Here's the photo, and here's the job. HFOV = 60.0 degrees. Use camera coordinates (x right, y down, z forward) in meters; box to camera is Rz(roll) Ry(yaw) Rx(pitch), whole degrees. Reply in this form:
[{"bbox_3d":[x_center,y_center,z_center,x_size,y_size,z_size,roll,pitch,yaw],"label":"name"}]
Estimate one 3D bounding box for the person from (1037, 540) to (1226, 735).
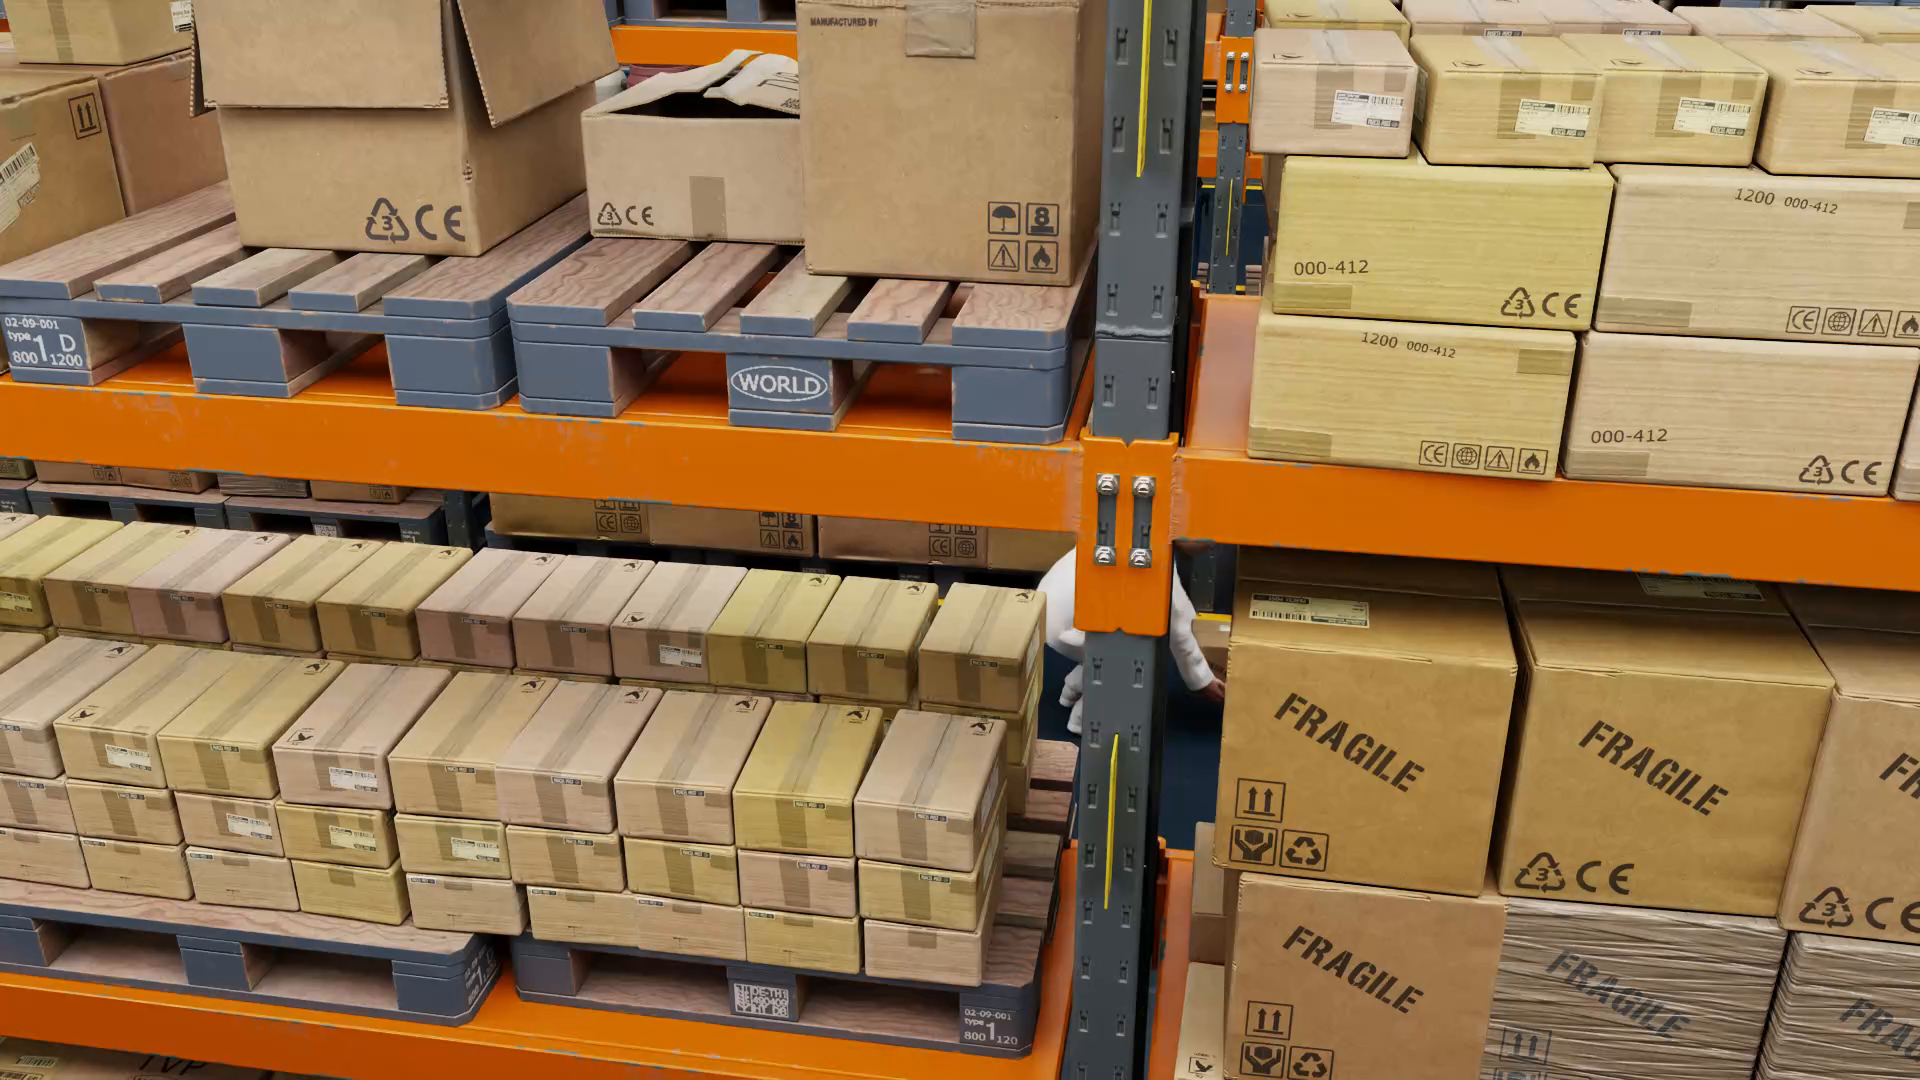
[{"bbox_3d":[0.745,0.332,7.300,0.895,1.029,0.609,1,25,3],"label":"person"}]
